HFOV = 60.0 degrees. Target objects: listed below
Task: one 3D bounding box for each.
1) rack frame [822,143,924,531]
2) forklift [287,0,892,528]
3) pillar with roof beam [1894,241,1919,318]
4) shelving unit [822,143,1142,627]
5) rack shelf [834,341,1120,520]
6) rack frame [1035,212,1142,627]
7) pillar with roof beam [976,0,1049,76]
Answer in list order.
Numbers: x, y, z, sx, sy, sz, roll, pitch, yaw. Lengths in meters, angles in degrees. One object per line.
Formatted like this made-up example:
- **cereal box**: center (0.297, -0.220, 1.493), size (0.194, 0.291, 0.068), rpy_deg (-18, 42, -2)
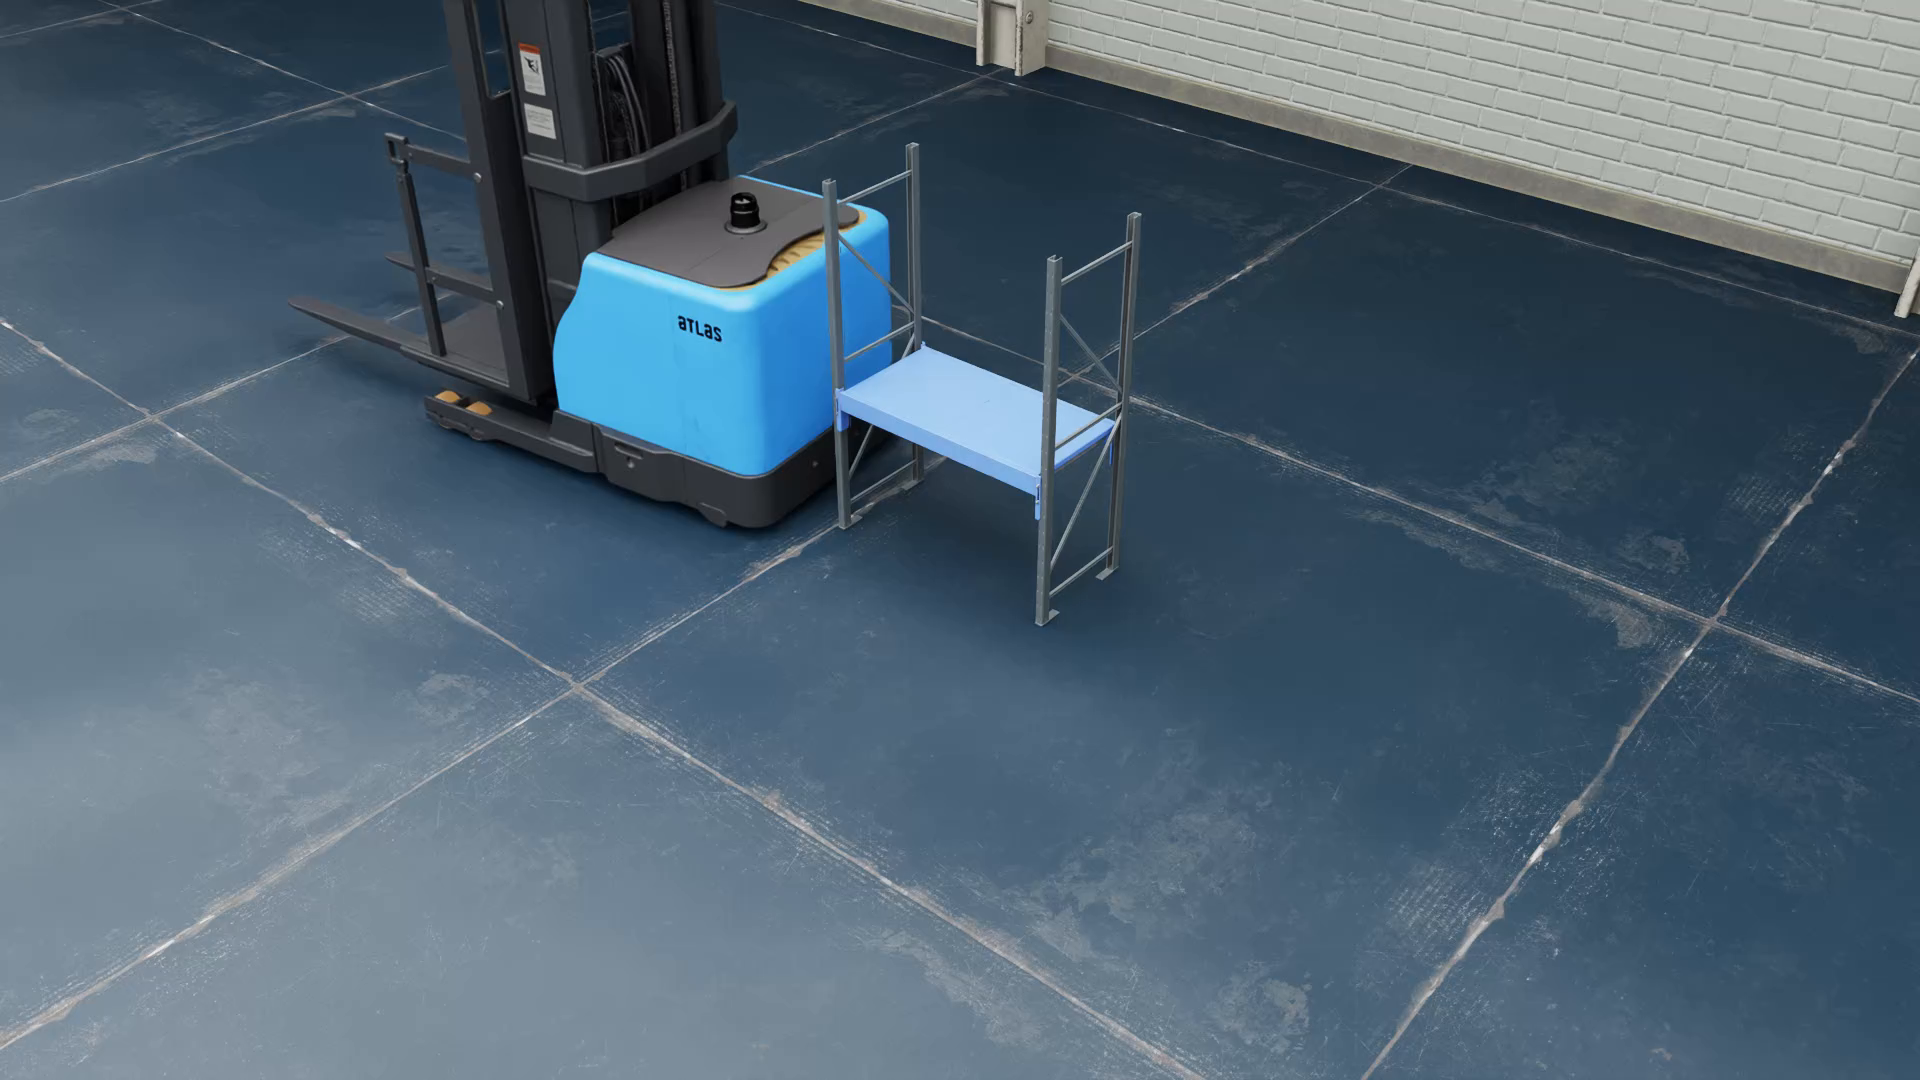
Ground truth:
- **rack frame**: center (-0.325, -0.771, 6.549), size (0.032, 1.500, 0.500), rpy_deg (25, 42, 32)
- **forklift**: center (-1.797, -1.883, 6.902), size (3.031, 2.935, 1.130), rpy_deg (20, 39, 26)
- **pillar with roof beam**: center (2.217, -2.970, 3.126), size (0.400, 9.000, 9.100), rpy_deg (25, 42, 32)
- **shelving unit**: center (0.066, -0.587, 6.280), size (1.048, 1.500, 0.538), rpy_deg (25, 42, 32)
- **rack shelf**: center (0.066, -0.439, 6.382), size (1.000, 0.185, 0.538), rpy_deg (25, 42, 32)
- **rack frame**: center (0.456, -0.403, 6.012), size (0.032, 1.500, 0.500), rpy_deg (25, 42, 32)
- **pillar with roof beam**: center (-2.394, -5.144, 6.291), size (0.400, 9.000, 9.100), rpy_deg (25, 42, 32)
